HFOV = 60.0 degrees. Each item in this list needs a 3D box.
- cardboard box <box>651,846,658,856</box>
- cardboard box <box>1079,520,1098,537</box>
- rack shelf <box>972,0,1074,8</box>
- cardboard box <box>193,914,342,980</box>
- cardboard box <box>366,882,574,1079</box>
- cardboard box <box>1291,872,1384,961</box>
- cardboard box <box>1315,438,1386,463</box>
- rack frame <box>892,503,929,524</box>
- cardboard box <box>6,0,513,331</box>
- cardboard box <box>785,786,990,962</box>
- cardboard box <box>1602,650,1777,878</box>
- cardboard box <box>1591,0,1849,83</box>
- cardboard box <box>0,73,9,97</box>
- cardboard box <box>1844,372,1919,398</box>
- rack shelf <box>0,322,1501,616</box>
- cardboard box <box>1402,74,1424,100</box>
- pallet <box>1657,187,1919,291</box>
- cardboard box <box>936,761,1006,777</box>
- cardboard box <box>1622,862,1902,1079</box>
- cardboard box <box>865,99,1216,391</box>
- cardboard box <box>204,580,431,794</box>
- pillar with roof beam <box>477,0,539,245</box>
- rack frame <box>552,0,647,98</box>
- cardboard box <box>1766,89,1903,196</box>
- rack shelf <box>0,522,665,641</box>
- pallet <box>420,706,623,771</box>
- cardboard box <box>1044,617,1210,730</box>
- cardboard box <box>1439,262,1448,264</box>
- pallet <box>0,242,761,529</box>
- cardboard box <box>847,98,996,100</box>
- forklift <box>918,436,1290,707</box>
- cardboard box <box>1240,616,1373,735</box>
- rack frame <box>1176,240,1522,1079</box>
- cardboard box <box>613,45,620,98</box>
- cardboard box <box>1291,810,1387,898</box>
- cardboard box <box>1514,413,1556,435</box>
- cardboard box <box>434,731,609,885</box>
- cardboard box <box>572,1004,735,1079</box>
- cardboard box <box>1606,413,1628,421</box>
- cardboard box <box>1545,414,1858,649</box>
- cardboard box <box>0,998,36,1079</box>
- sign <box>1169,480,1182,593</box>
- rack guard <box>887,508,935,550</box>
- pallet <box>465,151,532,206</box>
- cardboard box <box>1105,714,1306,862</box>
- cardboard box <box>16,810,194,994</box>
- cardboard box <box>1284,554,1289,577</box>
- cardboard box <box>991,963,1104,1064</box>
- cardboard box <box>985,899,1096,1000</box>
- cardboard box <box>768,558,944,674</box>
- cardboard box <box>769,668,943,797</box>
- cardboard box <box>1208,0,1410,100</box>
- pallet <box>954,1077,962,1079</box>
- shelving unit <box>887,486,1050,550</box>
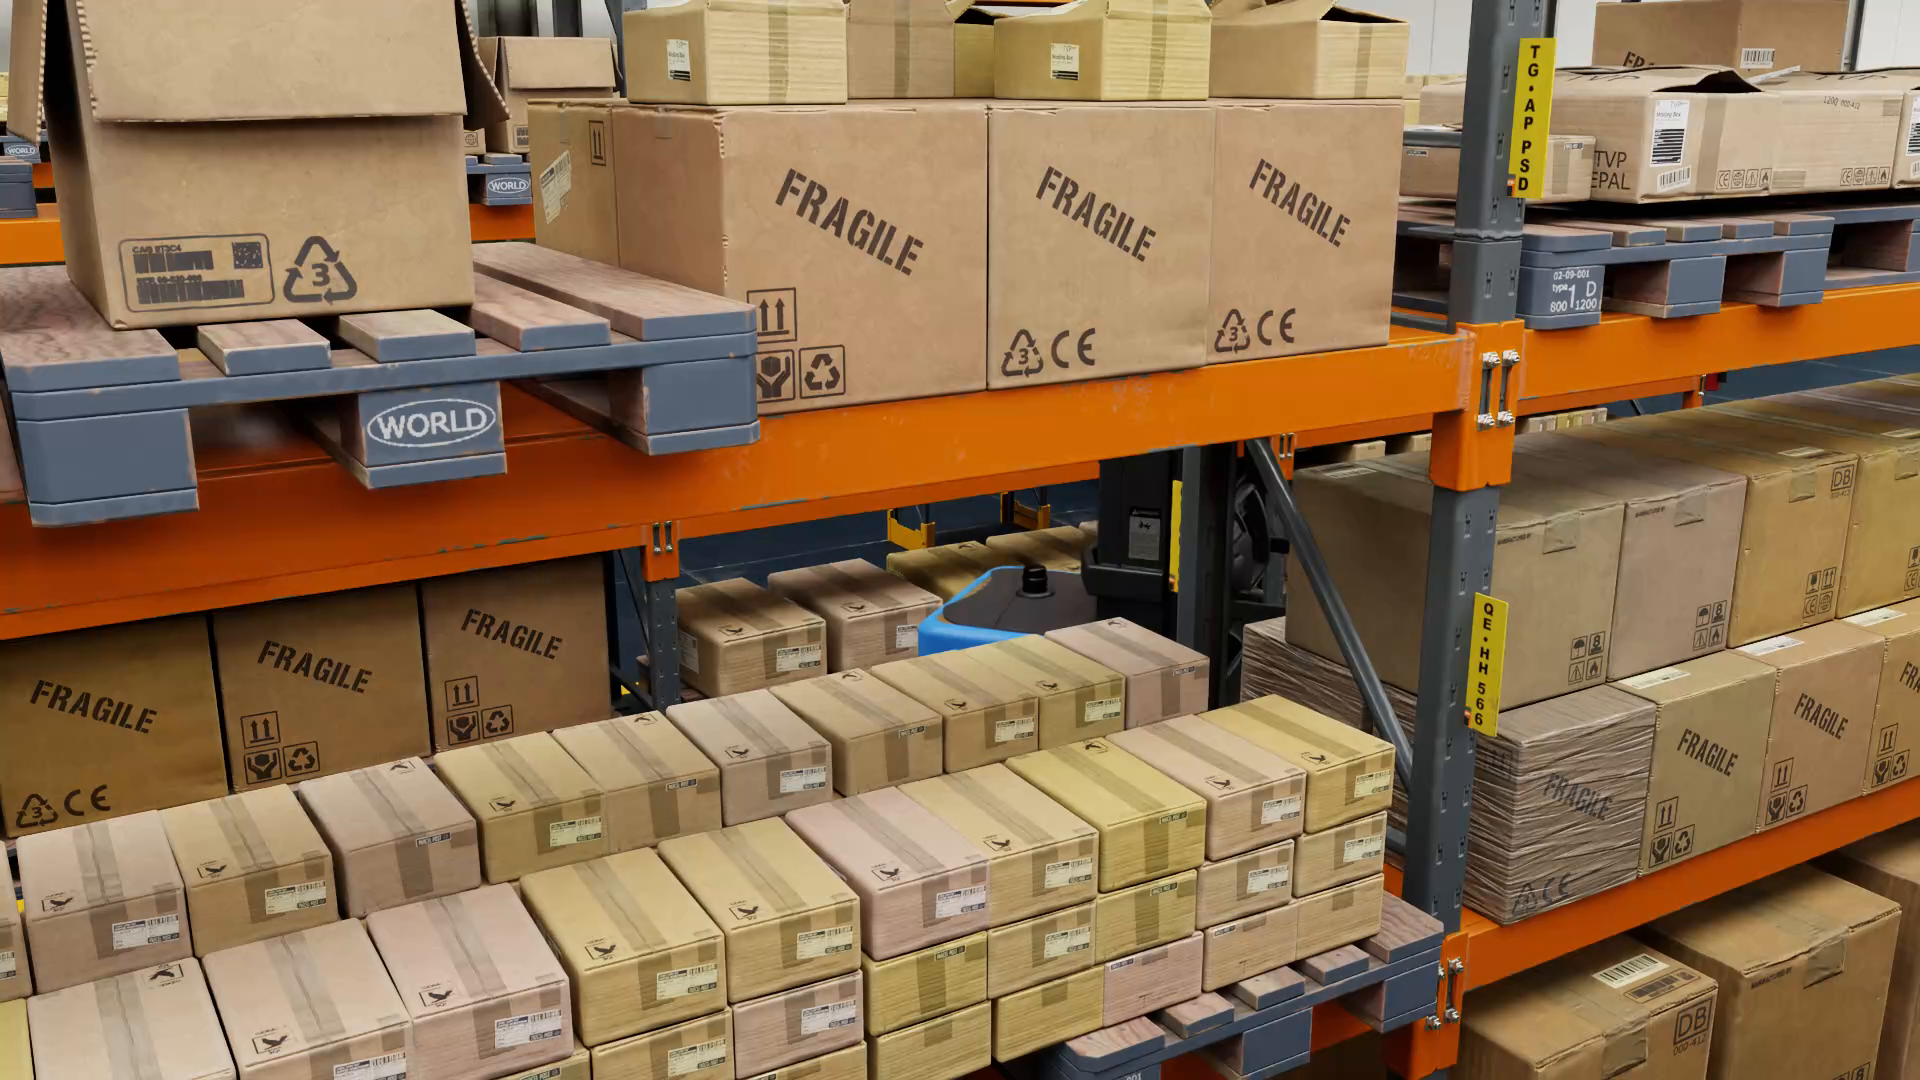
[{"bbox_3d":[-0.701,0.658,3.640,0.250,0.149,0.380,-9,18,-30],"label":"cardboard box"},{"bbox_3d":[1.264,0.132,10.471,0.625,0.372,0.950,-9,18,-29],"label":"cardboard box"},{"bbox_3d":[0.868,-4.780,14.864,4.000,0.370,1.077,-9,18,-30],"label":"rack shelf"},{"bbox_3d":[-1.374,0.768,3.250,0.250,0.149,0.380,-10,19,-33],"label":"cardboard box"},{"bbox_3d":[-0.827,0.743,2.787,0.250,0.149,0.380,-8,18,-28],"label":"cardboard box"},{"bbox_3d":[0.734,0.777,3.770,0.250,0.149,0.380,-9,18,-29],"label":"cardboard box"},{"bbox_3d":[2.496,-0.579,10.643,0.250,0.149,0.380,-9,18,-29],"label":"cardboard box"},{"bbox_3d":[-0.363,-0.663,11.998,0.032,1.500,0.500,-9,18,-30],"label":"rack frame"},{"bbox_3d":[-1.117,-0.642,2.615,0.637,0.503,0.797,-9,18,-30],"label":"cardboard box"},{"bbox_3d":[-0.142,0.630,3.189,0.250,0.149,0.380,-9,18,-30],"label":"cardboard box"},{"bbox_3d":[1.878,0.563,4.657,0.500,0.500,0.500,-9,18,-30],"label":"cardboard box"},{"bbox_3d":[2.266,-1.366,5.021,0.500,0.500,0.500,-9,18,-30],"label":"cardboard box"},{"bbox_3d":[-6.153,-2.892,10.564,0.250,0.149,0.380,-9,18,-29],"label":"cardboard box"},{"bbox_3d":[3.486,-0.260,5.744,0.500,0.500,0.700,-10,18,-31],"label":"cardboard box"},{"bbox_3d":[-0.795,-0.137,3.117,4.000,0.370,1.077,-9,18,-30],"label":"rack shelf"},{"bbox_3d":[2.590,-2.757,10.120,0.250,0.149,0.380,-10,18,-32],"label":"cardboard box"},{"bbox_3d":[2.402,-0.928,4.957,1.213,0.211,1.003,-8,18,-27],"label":"pallet"},{"bbox_3d":[-0.056,0.555,4.008,0.250,0.149,0.380,-10,18,-31],"label":"cardboard box"},{"bbox_3d":[2.236,1.378,5.327,0.750,0.750,1.050,-9,18,-29],"label":"cardboard box"},{"bbox_3d":[0.139,-0.599,3.246,0.500,0.500,0.500,-9,18,-30],"label":"cardboard box"},{"bbox_3d":[-3.118,0.572,7.969,0.875,0.875,0.875,-9,18,-29],"label":"cardboard box"},{"bbox_3d":[-1.405,-3.879,9.574,0.400,9.000,9.100,-9,18,-30],"label":"pillar with roof beam"},{"bbox_3d":[-1.716,-3.337,7.642,0.127,3.000,1.000,-9,18,-30],"label":"rack frame"},{"bbox_3d":[2.083,-1.059,4.387,0.500,0.250,0.500,-9,18,-28],"label":"cardboard box"},{"bbox_3d":[-3.430,0.176,7.557,4.000,0.370,1.077,-9,18,-30],"label":"rack shelf"},{"bbox_3d":[-2.431,0.986,8.500,1.213,0.211,1.003,-9,18,-30],"label":"pallet"},{"bbox_3d":[0.420,0.335,4.242,0.250,0.149,0.380,-9,18,-30],"label":"cardboard box"},{"bbox_3d":[2.651,-1.754,10.521,0.500,0.500,0.700,-9,18,-29],"label":"cardboard box"},{"bbox_3d":[-1.037,-0.321,2.788,1.003,0.211,1.213,-9,18,-30],"label":"pallet"},{"bbox_3d":[-0.132,-0.721,3.681,0.500,0.500,0.500,-9,18,-30],"label":"cardboard box"},{"bbox_3d":[1.372,0.003,6.969,3.031,2.935,1.130,6,17,21],"label":"forklift"},{"bbox_3d":[1.168,0.510,4.848,0.500,0.500,0.500,-9,18,-30],"label":"cardboard box"},{"bbox_3d":[0.920,0.683,4.416,0.127,3.000,1.000,-9,18,-30],"label":"rack frame"},{"bbox_3d":[-2.657,-3.525,12.721,0.500,0.500,0.500,-9,18,-28],"label":"cardboard box"},{"bbox_3d":[0.731,0.632,3.733,0.250,0.149,0.380,-9,18,-29],"label":"cardboard box"},{"bbox_3d":[3.865,-0.803,11.443,0.250,0.149,0.380,-8,18,-27],"label":"cardboard box"},{"bbox_3d":[-0.918,0.551,3.470,0.250,0.149,0.380,-10,18,-30],"label":"cardboard box"},{"bbox_3d":[-0.595,0.848,2.963,0.250,0.149,0.380,-10,18,-31],"label":"cardboard box"},{"bbox_3d":[4.589,-0.628,12.020,0.500,0.500,0.500,-9,18,-29],"label":"cardboard box"},{"bbox_3d":[2.181,-0.049,4.990,0.500,0.500,0.700,-10,18,-31],"label":"cardboard box"},{"bbox_3d":[-1.477,0.848,2.414,0.250,0.149,0.380,-9,18,-29],"label":"cardboard box"},{"bbox_3d":[0.631,-0.003,4.717,0.005,0.325,0.100,-9,18,-30],"label":"sign"},{"bbox_3d":[-0.362,-0.062,12.167,0.087,0.250,0.587,-9,18,-30],"label":"rack guard"},{"bbox_3d":[-2.241,-1.700,7.709,1.003,0.211,1.213,-8,18,-27],"label":"pallet"},{"bbox_3d":[0.519,0.524,3.569,0.250,0.149,0.380,-9,18,-30],"label":"cardboard box"},{"bbox_3d":[-1.588,0.661,3.081,0.250,0.149,0.380,-9,18,-30],"label":"cardboard box"},{"bbox_3d":[2.357,0.098,10.820,0.500,0.250,0.500,-10,19,-32],"label":"cardboard box"},{"bbox_3d":[0.084,0.880,3.399,0.250,0.149,0.380,-9,18,-30],"label":"cardboard box"},{"bbox_3d":[0.064,0.742,3.343,0.250,0.149,0.380,-9,18,-30],"label":"cardboard box"},{"bbox_3d":[-0.598,0.434,9.394,0.625,0.372,0.950,-10,18,-31],"label":"cardboard box"},{"bbox_3d":[-0.245,0.442,3.860,0.250,0.149,0.380,-10,19,-32],"label":"cardboard box"},{"bbox_3d":[0.707,-1.062,3.480,0.258,0.266,0.396,-9,18,-30],"label":"cardboard box"},{"bbox_3d":[-0.756,1.060,3.427,1.213,0.211,1.003,-9,18,-30],"label":"pallet"},{"bbox_3d":[0.065,-0.733,12.245,1.083,1.500,0.587,-9,18,-30],"label":"shelving unit"}]
